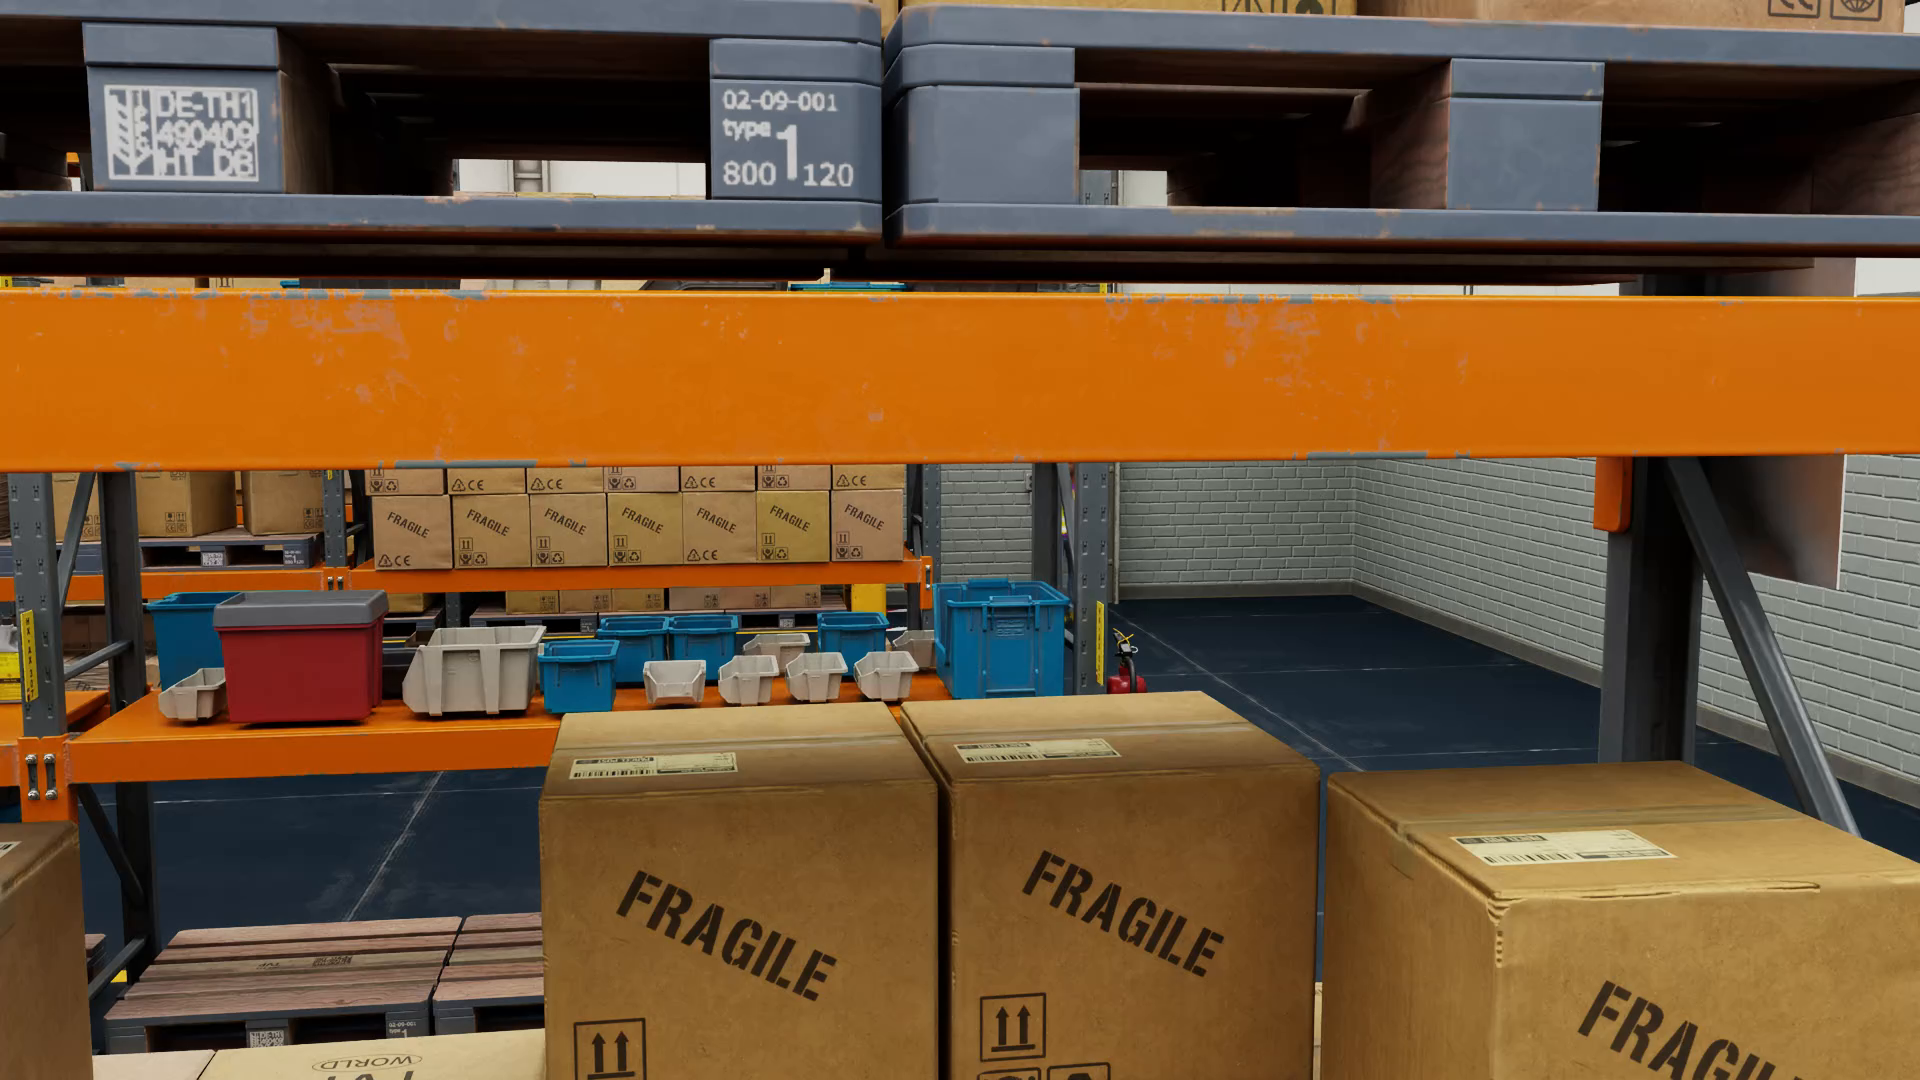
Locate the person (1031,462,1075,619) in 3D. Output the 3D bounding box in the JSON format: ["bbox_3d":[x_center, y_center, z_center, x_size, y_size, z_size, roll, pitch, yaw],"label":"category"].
[{"bbox_3d":[1.051,-0.042,16.754,0.675,1.764,0.570,0,6,-3],"label":"person"}]
